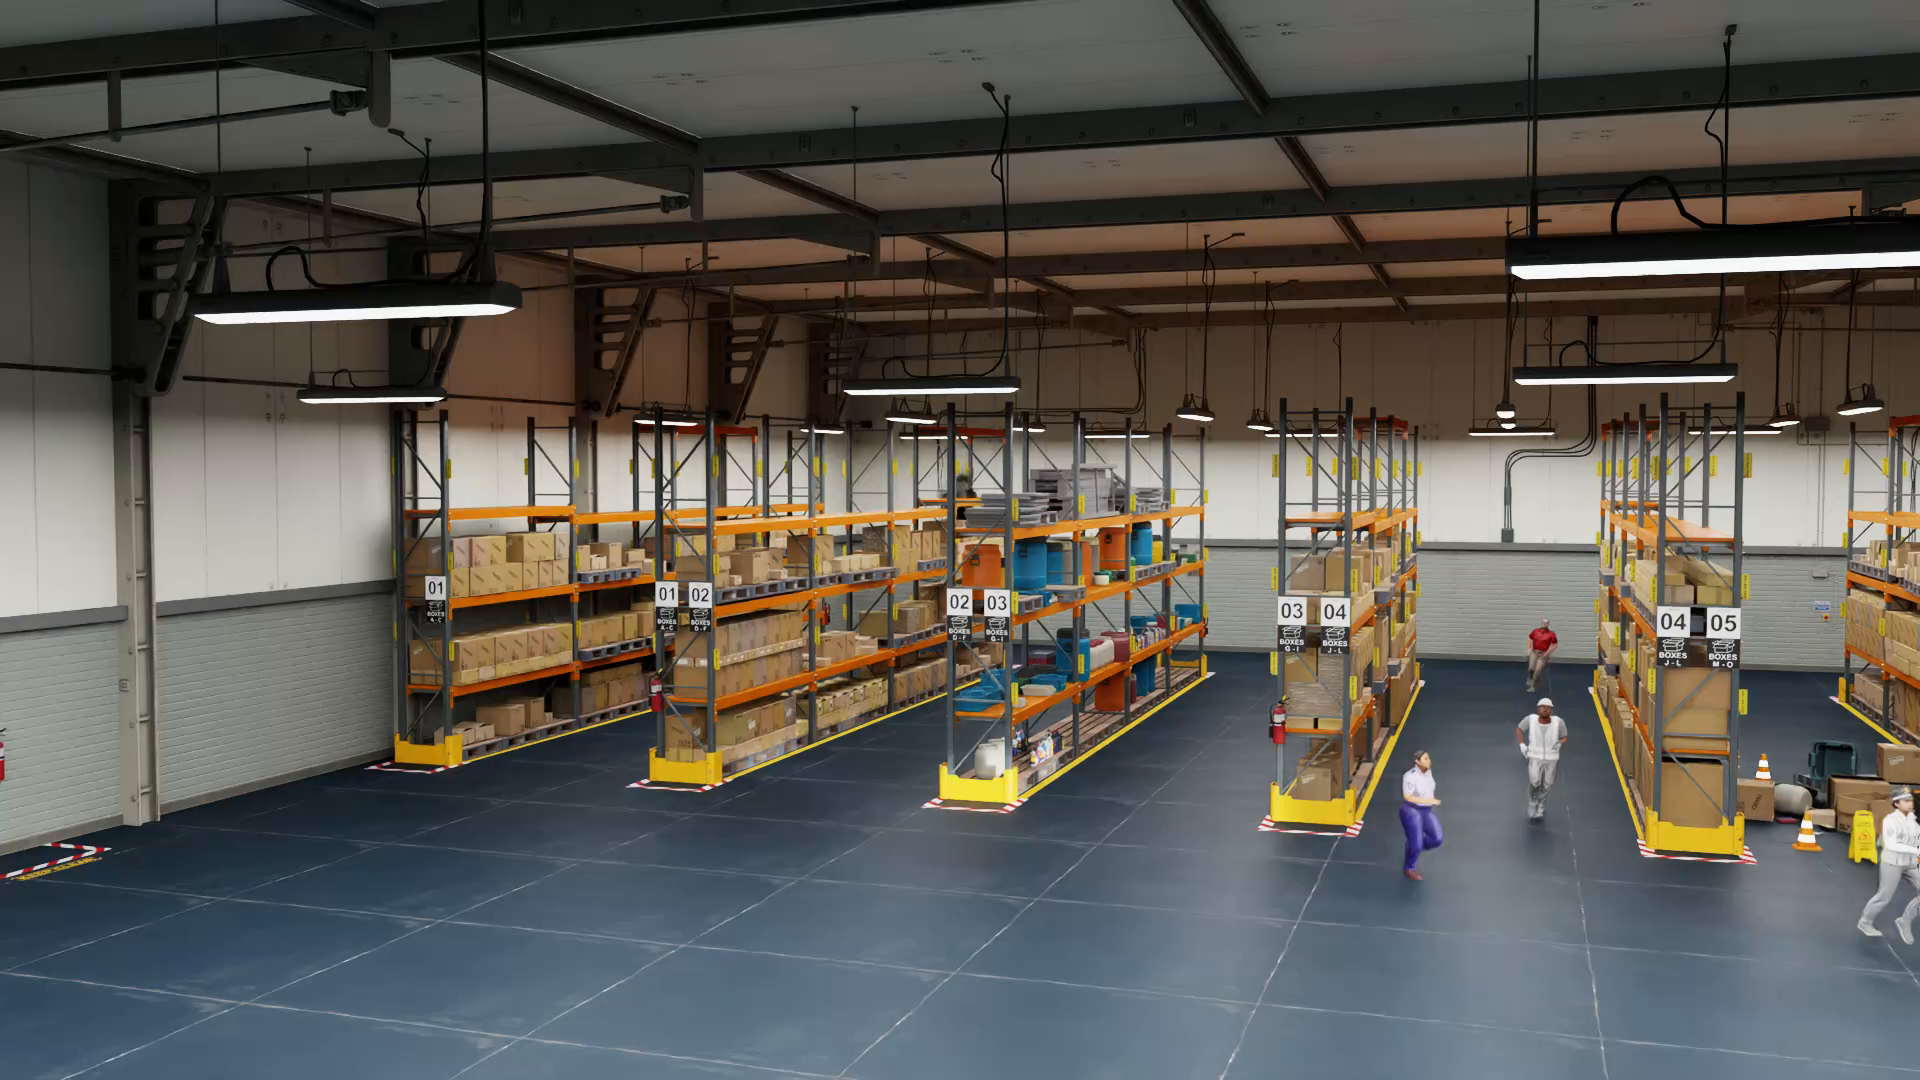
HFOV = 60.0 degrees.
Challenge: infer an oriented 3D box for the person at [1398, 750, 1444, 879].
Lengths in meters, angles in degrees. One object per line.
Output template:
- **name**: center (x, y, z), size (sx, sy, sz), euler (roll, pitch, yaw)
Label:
- **person**: center (5.631, 3.341, 20.216), size (0.645, 1.598, 0.624), euler (-2, 3, -36)

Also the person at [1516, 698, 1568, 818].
- **person**: center (8.270, 3.101, 23.590), size (0.674, 1.732, 0.681), euler (1, 2, 12)

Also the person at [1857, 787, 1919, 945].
- **person**: center (9.883, 3.400, 17.452), size (0.622, 1.670, 0.827), euler (-1, 3, -19)

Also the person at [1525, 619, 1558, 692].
- **person**: center (12.976, 2.583, 37.161), size (0.700, 1.651, 0.543), euler (1, 3, 31)
